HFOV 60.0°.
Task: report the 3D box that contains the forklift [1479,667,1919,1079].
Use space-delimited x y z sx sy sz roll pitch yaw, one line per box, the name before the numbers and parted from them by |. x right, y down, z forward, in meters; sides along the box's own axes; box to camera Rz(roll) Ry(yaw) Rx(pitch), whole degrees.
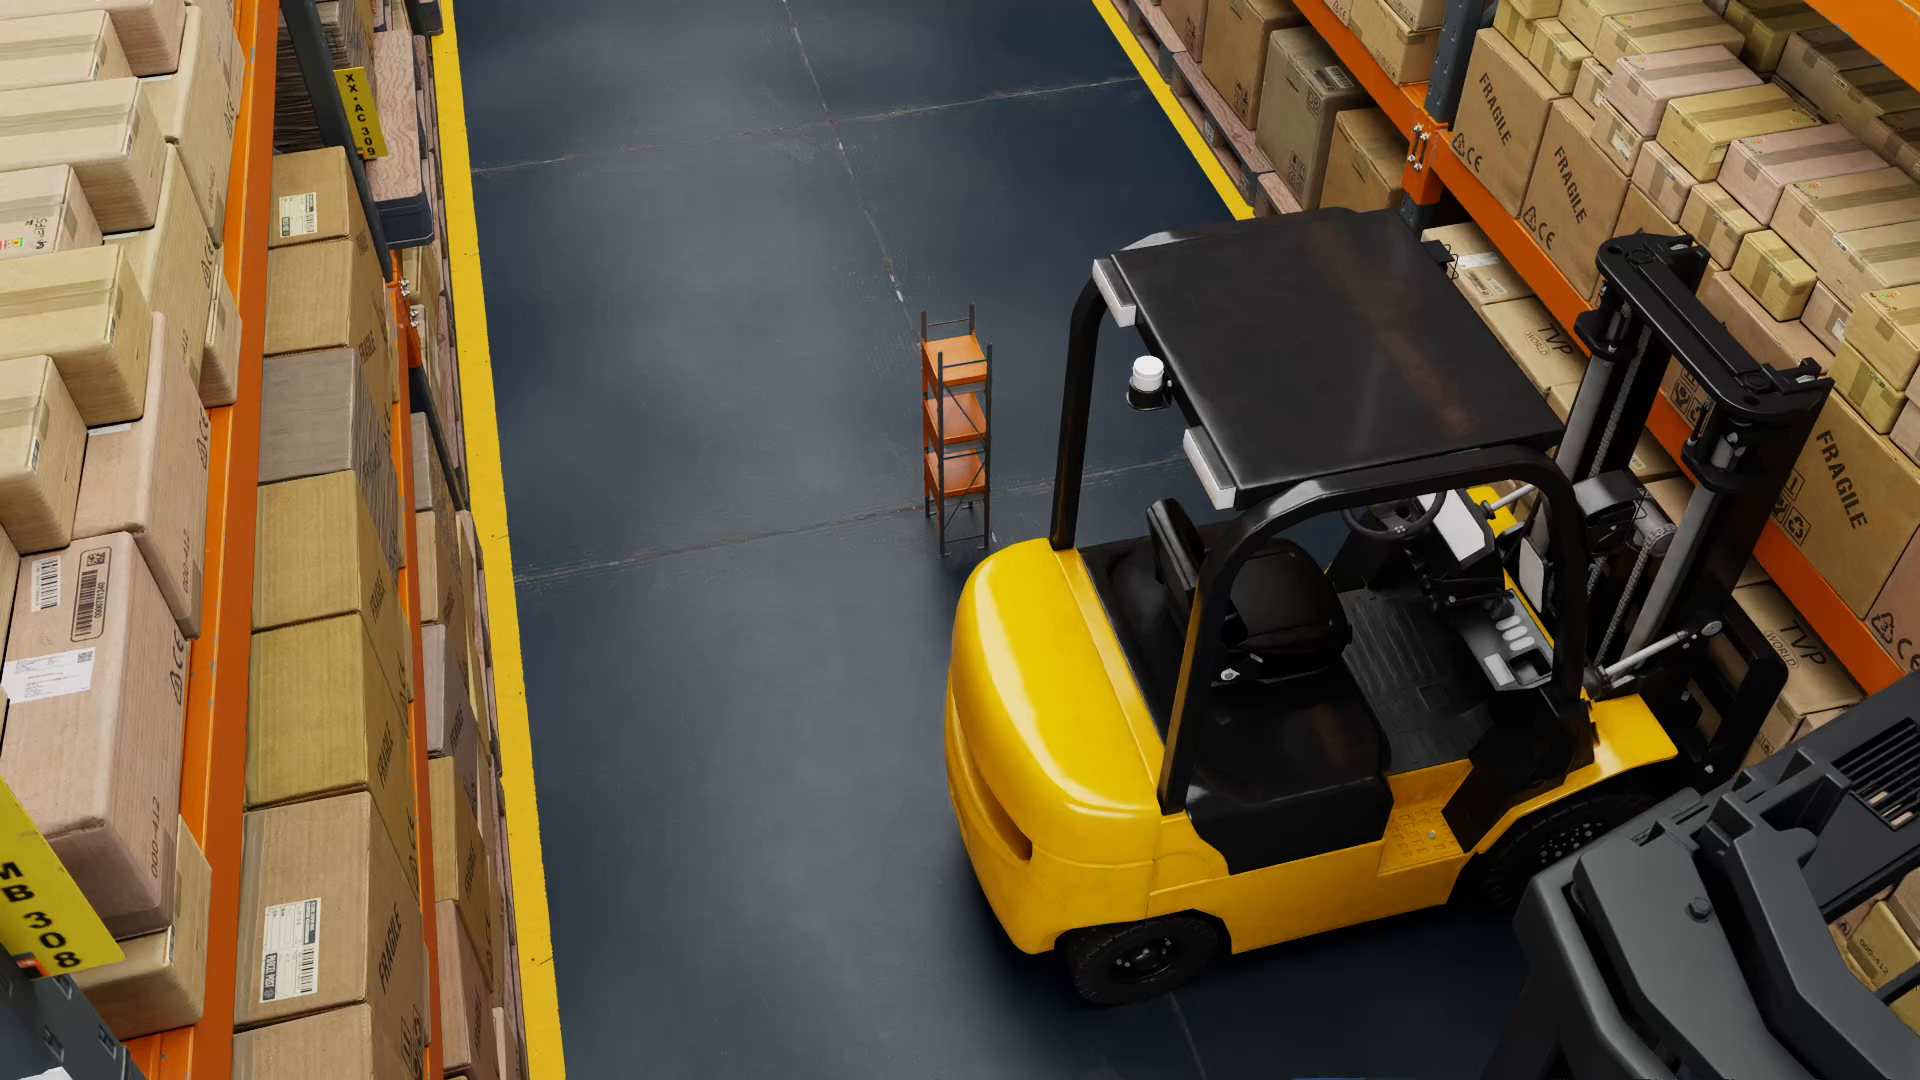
forklift | 1.678 1.428 3.298 3.031 2.935 1.130 -23 50 -21

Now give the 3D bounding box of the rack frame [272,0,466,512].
rack frame | -2.468 -0.974 5.604 1.000 3.000 0.127 -11 47 -10

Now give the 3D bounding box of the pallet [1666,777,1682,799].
pallet | 2.808 0.492 6.120 1.003 0.211 1.213 -11 47 -10

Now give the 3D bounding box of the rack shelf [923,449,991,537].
rack shelf | -0.014 -0.202 6.617 0.215 0.259 0.240 -11 47 -10

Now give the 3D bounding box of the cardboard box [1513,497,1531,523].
cardboard box | 2.424 0.025 6.256 0.500 0.250 0.500 -10 46 -10

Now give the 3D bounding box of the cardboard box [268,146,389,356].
cardboard box | -2.114 -0.852 5.206 0.500 0.500 0.500 -12 47 -11

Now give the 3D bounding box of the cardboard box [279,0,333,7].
cardboard box | -2.247 -1.877 5.463 0.380 0.149 0.250 -11 47 -10

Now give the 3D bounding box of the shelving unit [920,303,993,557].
shelving unit | -0.014 -0.404 6.411 0.215 1.050 0.252 -11 47 -10

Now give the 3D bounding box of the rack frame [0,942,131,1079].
rack frame | -1.444 -0.312 0.755 1.000 3.000 0.127 -11 47 -10

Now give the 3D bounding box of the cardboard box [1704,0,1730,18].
cardboard box | 2.727 -1.904 5.784 0.380 0.149 0.250 -12 47 -11

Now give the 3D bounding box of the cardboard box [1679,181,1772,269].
cardboard box | 2.456 -0.989 5.095 0.380 0.149 0.250 -12 47 -12

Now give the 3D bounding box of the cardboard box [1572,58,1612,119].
cardboard box | 2.318 -1.525 5.620 0.380 0.149 0.250 -11 47 -10

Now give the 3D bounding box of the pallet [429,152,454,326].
pallet | -2.985 -1.379 7.954 1.003 0.211 1.213 -11 47 -10

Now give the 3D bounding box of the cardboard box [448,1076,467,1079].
cardboard box | -1.390 1.717 4.074 0.500 0.500 0.500 -12 47 -12

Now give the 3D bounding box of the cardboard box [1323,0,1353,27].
cardboard box | 1.813 -2.478 7.183 0.500 0.250 0.500 -11 47 -11

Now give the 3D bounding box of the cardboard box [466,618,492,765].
cardboard box | -1.911 0.566 5.726 0.500 0.250 0.500 -12 47 -11

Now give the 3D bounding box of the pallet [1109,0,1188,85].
pallet | 1.478 -3.094 9.635 1.003 0.211 1.213 -11 47 -10

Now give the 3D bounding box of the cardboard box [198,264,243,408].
cardboard box | -1.550 -0.354 3.073 0.380 0.149 0.250 -10 46 -10

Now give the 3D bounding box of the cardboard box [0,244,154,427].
cardboard box | -1.415 -0.278 2.440 0.380 0.149 0.250 -11 47 -10

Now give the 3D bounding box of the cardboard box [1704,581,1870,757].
cardboard box | 2.658 0.384 5.205 0.500 0.250 0.500 -10 46 -10

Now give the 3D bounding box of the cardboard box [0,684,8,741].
cardboard box | -1.338 0.264 1.909 0.380 0.149 0.250 -11 47 -11

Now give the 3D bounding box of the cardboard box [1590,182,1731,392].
cardboard box | 2.470 -0.859 5.422 0.500 0.500 0.500 -11 47 -11

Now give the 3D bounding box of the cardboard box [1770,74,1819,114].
cardboard box | 2.920 -1.449 5.545 0.380 0.149 0.250 -10 47 -10

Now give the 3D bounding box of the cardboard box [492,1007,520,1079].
cardboard box | -1.507 1.642 4.672 0.500 0.250 0.500 -9 46 -9

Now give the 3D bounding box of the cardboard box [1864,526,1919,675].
cardboard box | 2.849 0.191 4.393 0.500 0.500 0.500 -9 46 -9

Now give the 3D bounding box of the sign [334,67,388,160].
sign | -1.946 -1.382 5.398 0.100 0.325 0.005 -11 47 -10

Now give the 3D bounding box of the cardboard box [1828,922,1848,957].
cardboard box | 2.809 1.081 5.222 0.500 0.250 0.500 -11 47 -10

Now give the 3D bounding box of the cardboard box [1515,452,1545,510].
cardboard box | 2.403 -0.157 6.085 0.500 0.250 0.500 -11 47 -11

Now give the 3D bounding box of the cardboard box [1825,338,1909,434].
cardboard box | 2.641 -0.454 4.571 0.380 0.149 0.250 -10 46 -10

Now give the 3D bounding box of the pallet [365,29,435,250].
pallet | -2.523 -1.461 6.216 1.003 0.211 1.213 -11 47 -10

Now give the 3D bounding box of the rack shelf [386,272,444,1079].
rack shelf | -1.956 0.658 4.508 1.077 0.370 4.000 -11 47 -10

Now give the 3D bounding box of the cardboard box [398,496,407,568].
cardboard box | -1.828 -0.019 4.844 0.380 0.149 0.250 -11 47 -11

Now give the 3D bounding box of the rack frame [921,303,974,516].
rack frame | -0.045 -0.489 6.494 0.200 1.050 0.008 -11 47 -10

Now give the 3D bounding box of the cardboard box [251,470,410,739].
cardboard box | -1.703 0.212 4.163 0.500 0.500 0.500 -12 47 -11

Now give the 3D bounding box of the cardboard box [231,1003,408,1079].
cardboard box | -1.298 1.271 3.126 0.500 0.500 0.500 -11 47 -11

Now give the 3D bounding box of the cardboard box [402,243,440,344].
cardboard box | -2.792 -1.059 7.233 0.950 0.372 0.625 -8 46 -8

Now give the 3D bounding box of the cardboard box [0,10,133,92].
cardboard box | -1.698 -0.793 2.944 0.380 0.149 0.250 -10 46 -9

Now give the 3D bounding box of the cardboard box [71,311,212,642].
cardboard box | -1.435 -0.059 2.504 0.500 0.250 0.500 -11 47 -11

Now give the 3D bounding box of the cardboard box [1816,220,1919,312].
cardboard box | 2.659 -0.756 4.658 0.380 0.149 0.250 -10 46 -10

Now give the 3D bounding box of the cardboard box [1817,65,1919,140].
cardboard box | 2.979 -1.380 5.270 0.380 0.149 0.250 -11 47 -11

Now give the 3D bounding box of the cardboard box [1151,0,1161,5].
cardboard box | 1.451 -3.529 9.477 0.875 0.625 0.625 -9 46 -9

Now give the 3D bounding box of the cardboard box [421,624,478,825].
cardboard box | -1.794 0.641 5.128 0.500 0.500 0.500 -8 46 -8

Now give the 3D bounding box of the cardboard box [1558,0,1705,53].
cardboard box | 2.295 -1.815 5.696 0.380 0.149 0.250 -10 46 -10

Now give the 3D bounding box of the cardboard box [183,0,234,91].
cardboard box | -1.848 -1.117 3.541 0.500 0.250 0.500 -11 47 -11

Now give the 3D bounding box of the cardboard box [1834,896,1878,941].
cardboard box | 2.808 0.891 5.058 0.500 0.250 0.500 -11 47 -11

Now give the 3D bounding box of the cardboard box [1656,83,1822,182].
cardboard box | 2.411 -1.267 5.159 0.380 0.149 0.250 -11 47 -11

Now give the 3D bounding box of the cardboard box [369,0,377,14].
cardboard box | -2.553 -2.326 6.357 0.500 0.500 0.500 -11 47 -11

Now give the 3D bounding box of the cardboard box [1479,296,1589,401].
cardboard box | 2.271 -0.673 6.240 0.500 0.250 0.500 -11 47 -10

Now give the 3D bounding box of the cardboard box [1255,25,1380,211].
cardboard box | 1.993 -2.095 8.072 0.875 0.625 0.625 -11 47 -11
